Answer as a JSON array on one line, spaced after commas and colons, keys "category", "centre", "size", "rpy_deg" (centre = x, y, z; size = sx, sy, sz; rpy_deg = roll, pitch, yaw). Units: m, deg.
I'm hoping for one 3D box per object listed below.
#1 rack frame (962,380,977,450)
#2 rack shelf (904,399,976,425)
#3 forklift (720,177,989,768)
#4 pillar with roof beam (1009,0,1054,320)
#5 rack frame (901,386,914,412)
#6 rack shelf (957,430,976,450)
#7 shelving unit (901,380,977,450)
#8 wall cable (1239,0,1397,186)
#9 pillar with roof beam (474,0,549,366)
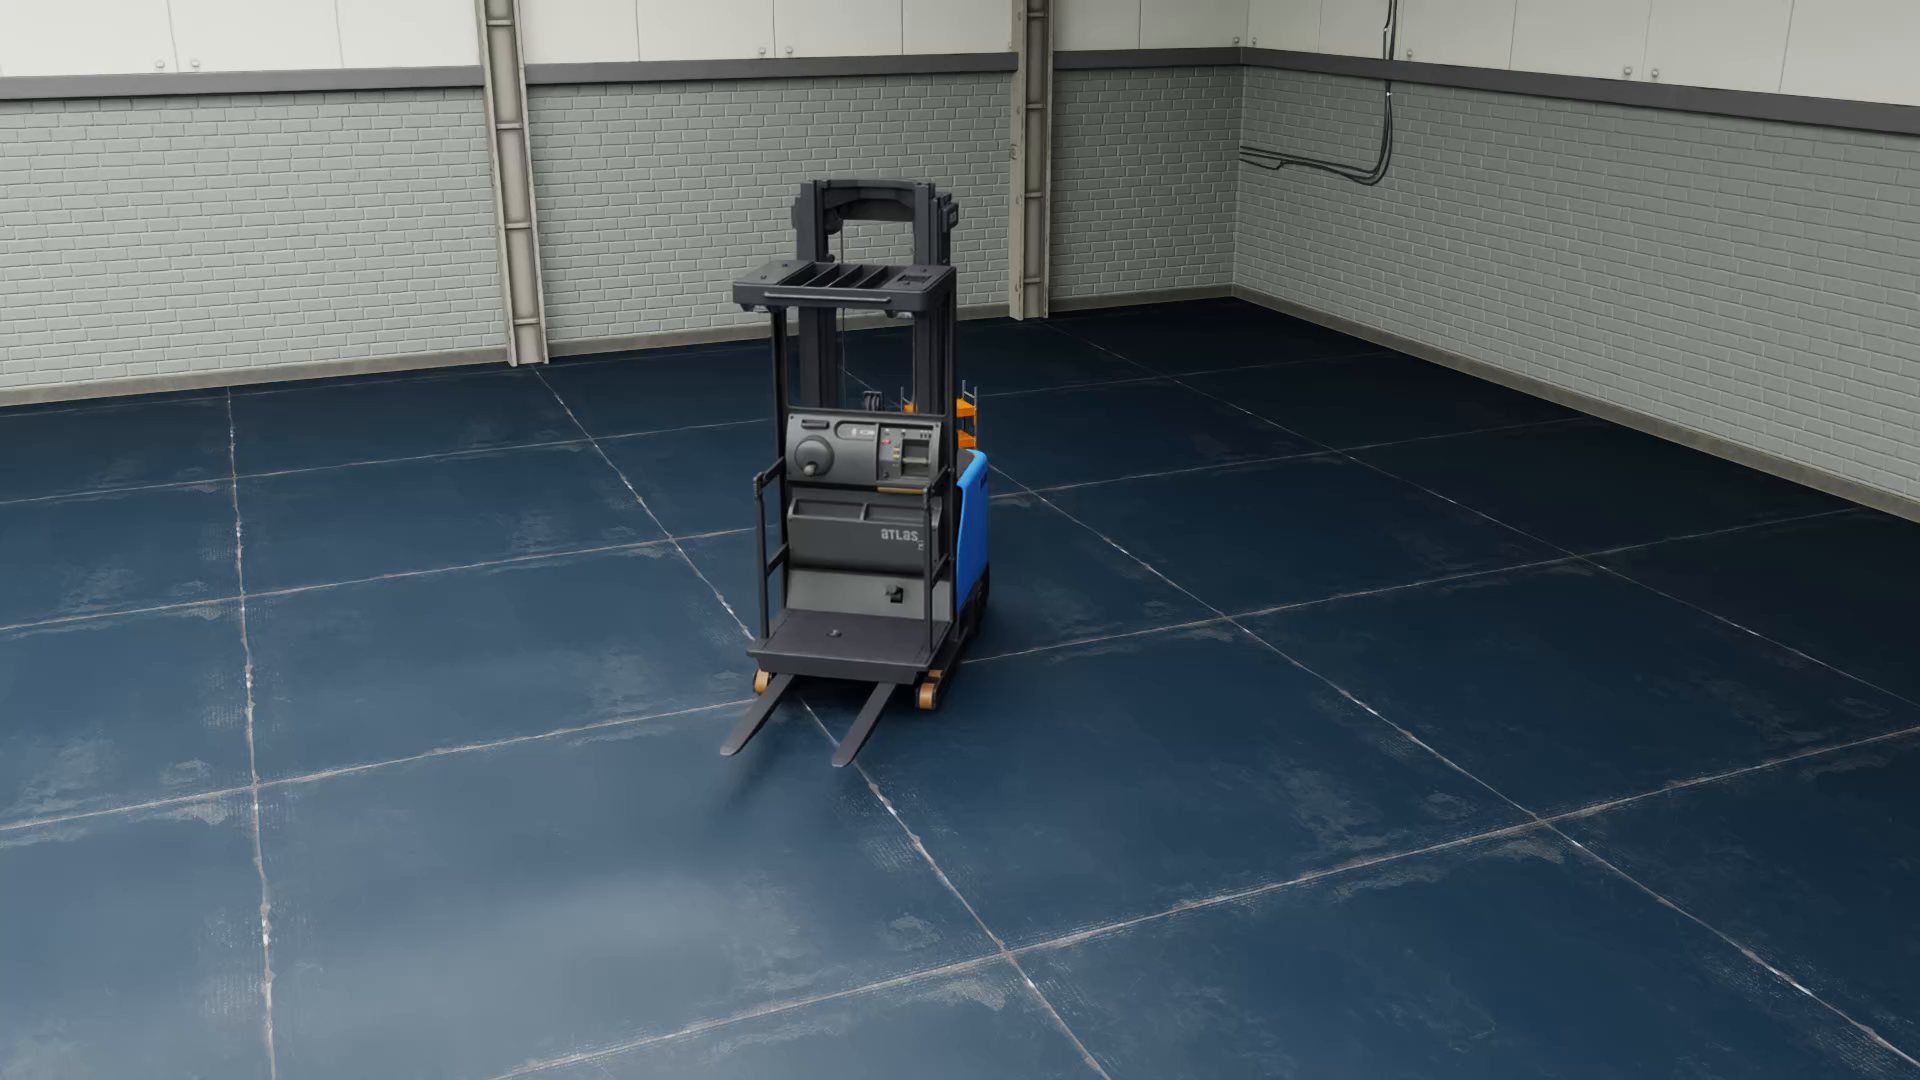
[{"category": "rack frame", "centre": [0.072, -0.576, 12.352], "size": [0.015, 1.200, 0.240], "rpy_deg": [-8, 21, -22]}, {"category": "rack shelf", "centre": [-0.152, -0.915, 12.130], "size": [0.480, 0.148, 0.258], "rpy_deg": [-8, 21, -22]}, {"category": "forklift", "centre": [-0.611, -0.521, 9.590], "size": [1.130, 2.935, 3.031], "rpy_deg": [4, 20, 11]}, {"category": "pillar with roof beam", "centre": [2.539, -5.653, 15.027], "size": [0.400, 9.000, 9.100], "rpy_deg": [-8, 21, -22]}, {"category": "rack frame", "centre": [-0.376, -0.512, 12.170], "size": [0.015, 1.200, 0.240], "rpy_deg": [-8, 21, -22]}, {"category": "rack shelf", "centre": [-0.152, -0.692, 12.209], "size": [0.480, 0.148, 0.258], "rpy_deg": [-8, 21, -22]}, {"category": "shelving unit", "centre": [-0.152, -0.544, 12.261], "size": [0.503, 1.200, 0.258], "rpy_deg": [-8, 21, -22]}, {"category": "wall cable", "centre": [4.063, -5.485, 19.227], "size": [0.112, 2.526, 3.097], "rpy_deg": [-8, 21, -22]}, {"category": "pillar with roof beam", "centre": [-2.970, -4.864, 12.785], "size": [0.400, 9.000, 9.100], "rpy_deg": [-8, 21, -22]}]
